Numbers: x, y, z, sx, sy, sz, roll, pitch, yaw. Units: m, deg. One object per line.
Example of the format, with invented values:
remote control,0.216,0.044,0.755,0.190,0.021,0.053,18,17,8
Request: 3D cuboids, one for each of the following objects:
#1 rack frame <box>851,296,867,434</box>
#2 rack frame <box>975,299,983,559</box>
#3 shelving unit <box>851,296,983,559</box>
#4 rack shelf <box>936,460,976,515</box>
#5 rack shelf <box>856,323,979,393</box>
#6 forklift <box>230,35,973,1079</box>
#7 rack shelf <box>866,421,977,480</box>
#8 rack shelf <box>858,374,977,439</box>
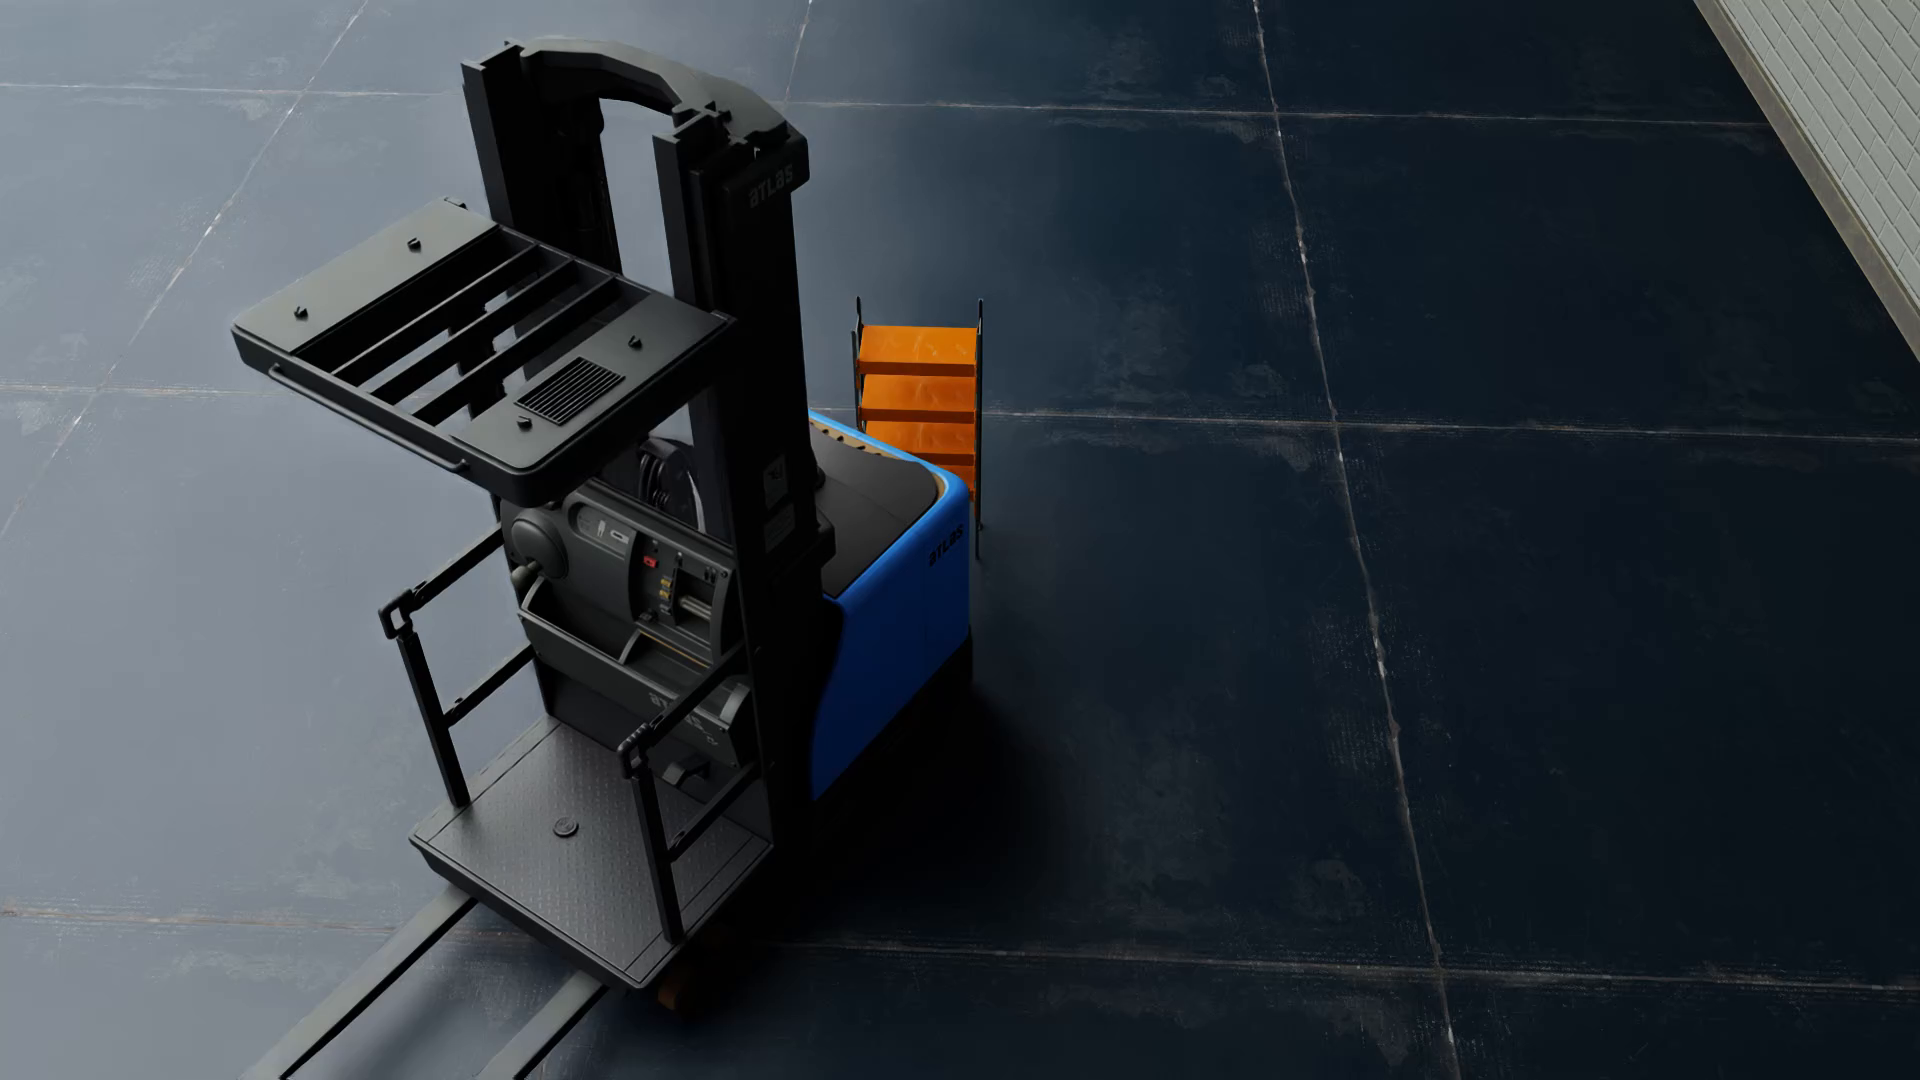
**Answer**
rack frame,-0.409,-0.452,6.940,0.015,1.200,0.240,2,43,2
rack frame,0.078,-0.437,6.924,0.015,1.200,0.240,2,43,2
shelving unit,-0.165,-0.444,6.932,0.503,1.200,0.258,2,43,2
rack shelf,-0.165,-0.250,7.113,0.480,0.148,0.258,2,43,2
rack shelf,-0.165,-0.732,6.664,0.480,0.148,0.258,2,43,2
forklift,-1.193,0.145,5.030,1.130,2.935,3.031,25,48,24
rack shelf,-0.165,-0.395,6.978,0.480,0.148,0.258,2,43,2
rack shelf,-0.165,-0.559,6.825,0.480,0.148,0.258,2,43,2
